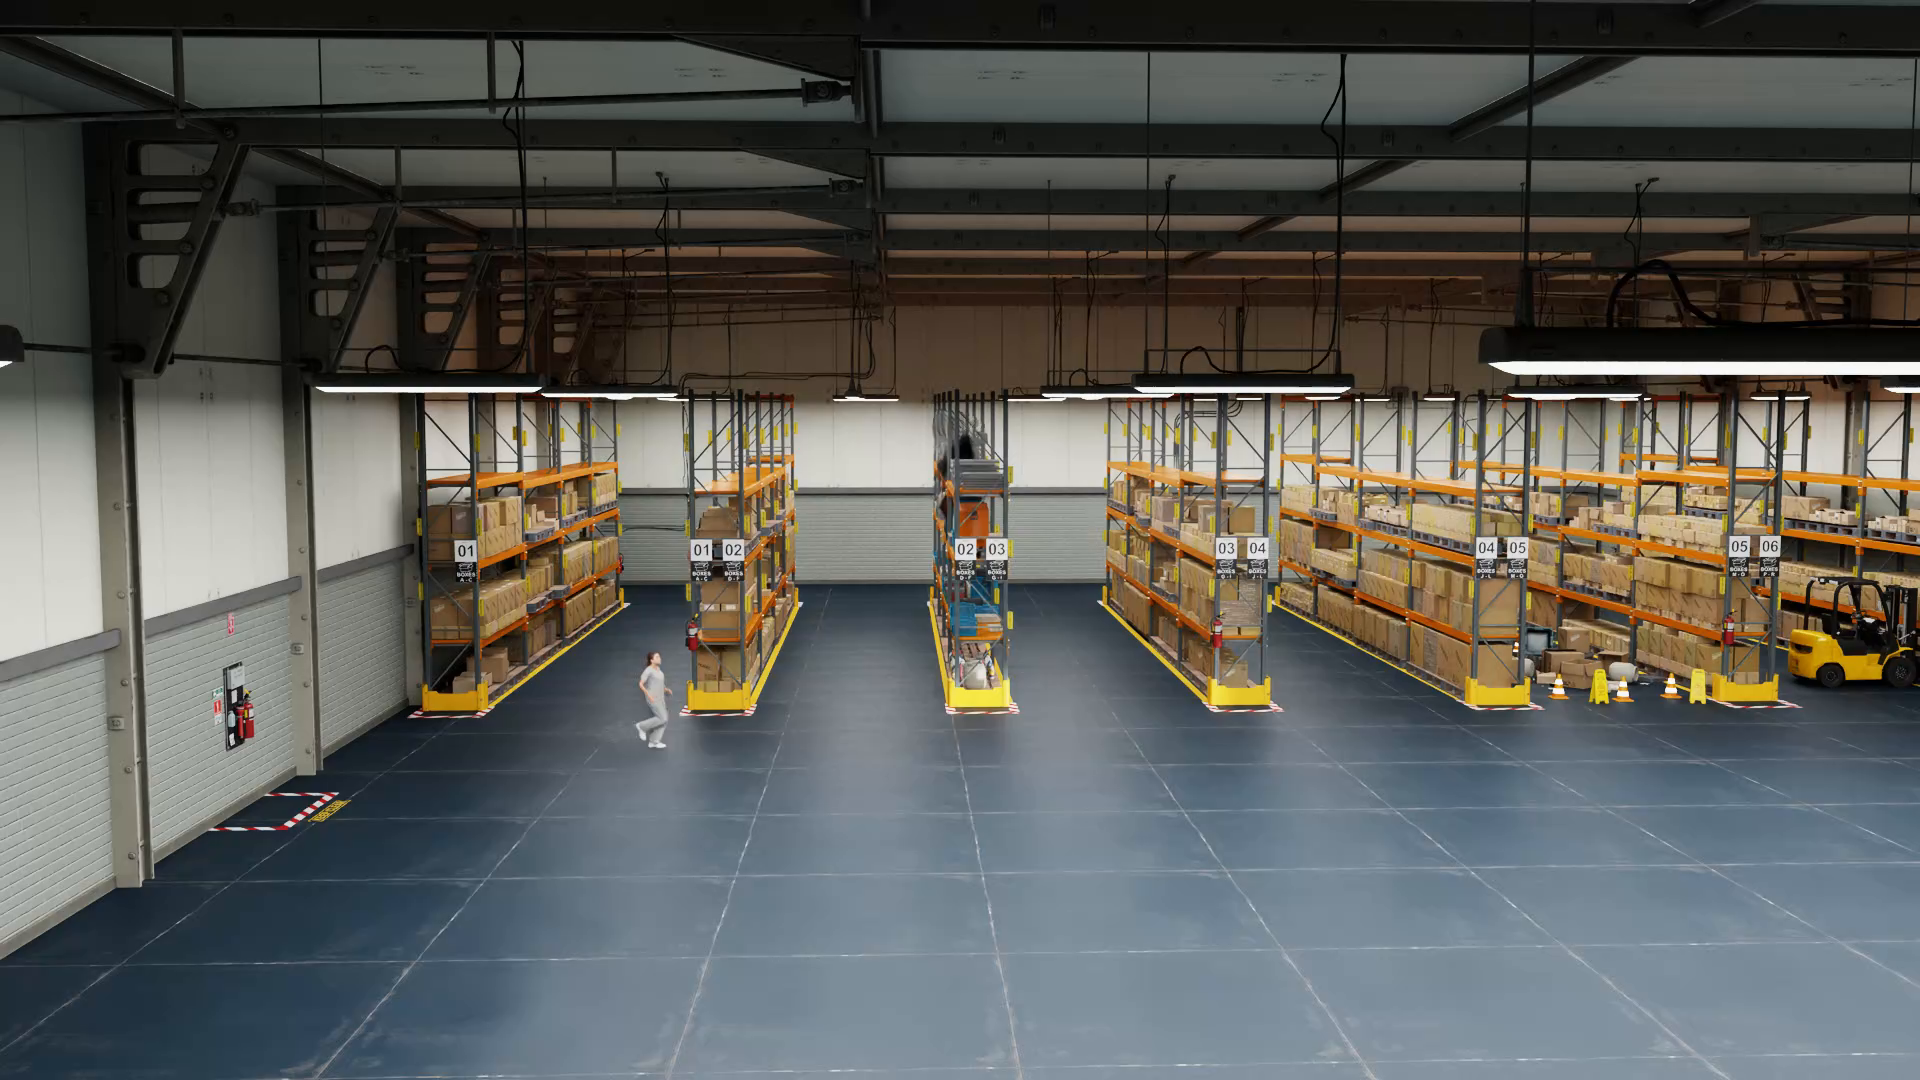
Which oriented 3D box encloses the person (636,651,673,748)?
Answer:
[{"bbox_3d":[-5.098,2.656,27.737,0.573,1.625,0.572,1,5,17],"label":"person"}]
